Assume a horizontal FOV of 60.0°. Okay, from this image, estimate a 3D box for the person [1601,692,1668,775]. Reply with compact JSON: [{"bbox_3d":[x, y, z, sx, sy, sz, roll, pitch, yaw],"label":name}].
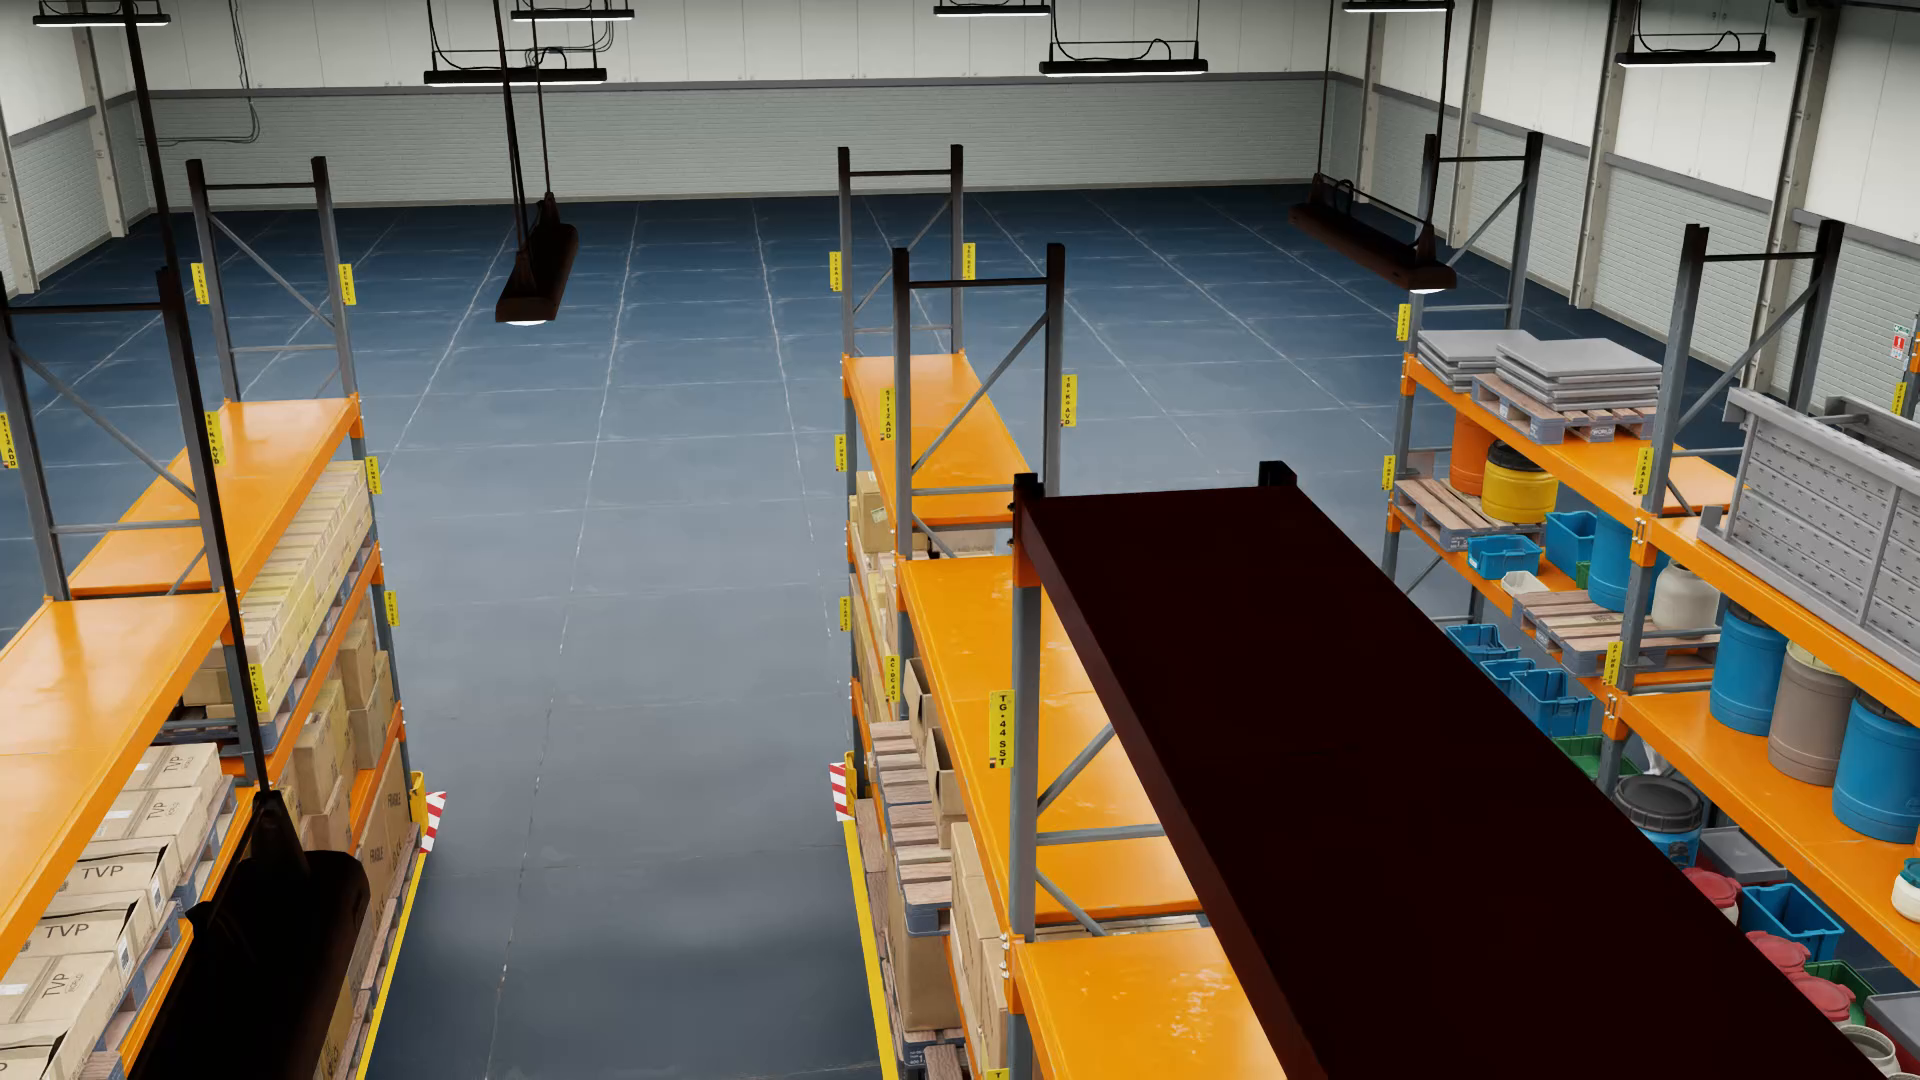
[{"bbox_3d":[6.406,1.404,15.737,0.647,1.759,0.936,-17,27,-37],"label":"person"}]
